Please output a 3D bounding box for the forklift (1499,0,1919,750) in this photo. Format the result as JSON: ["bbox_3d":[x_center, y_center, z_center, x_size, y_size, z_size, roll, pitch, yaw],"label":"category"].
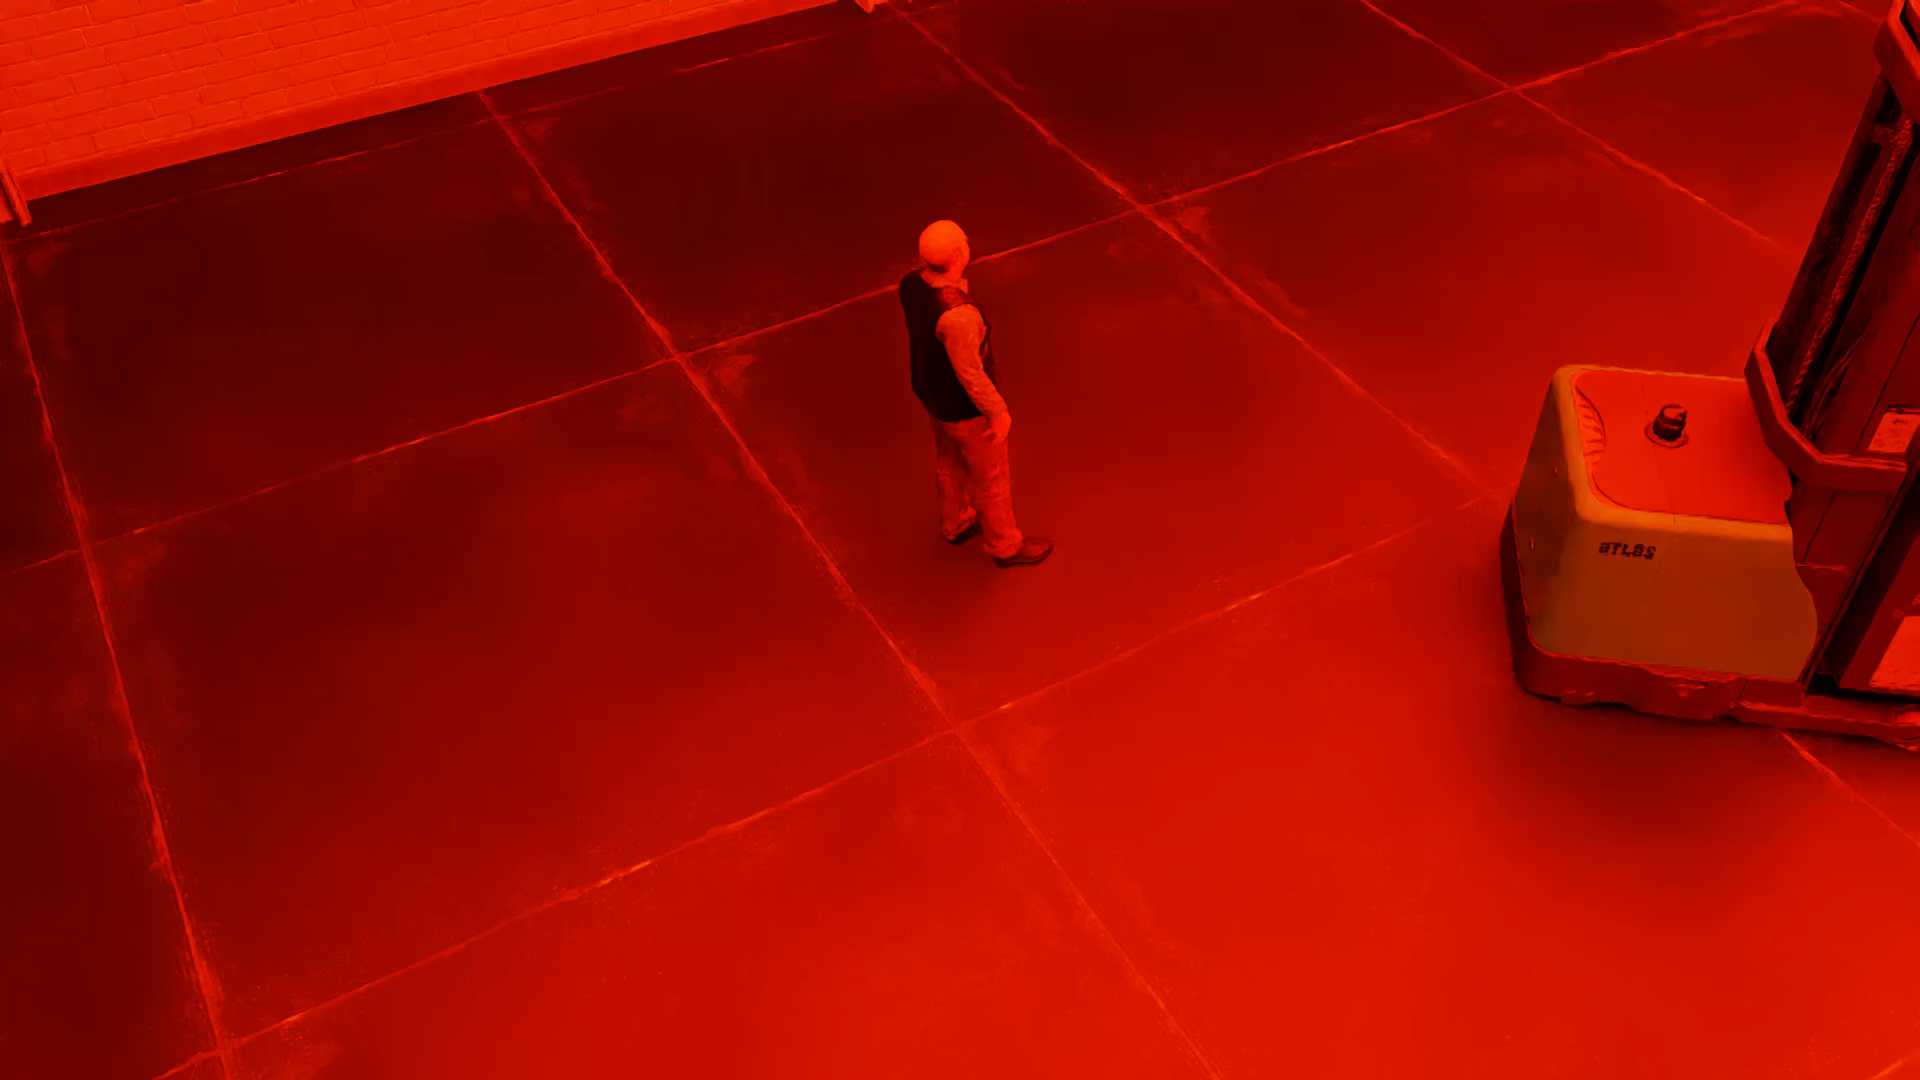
[{"bbox_3d":[3.941,-0.573,6.316,3.031,2.935,1.130,6,43,6],"label":"forklift"}]

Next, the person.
[{"bbox_3d":[0.058,-0.653,7.281,0.567,1.720,0.632,-21,47,-21],"label":"person"}]
